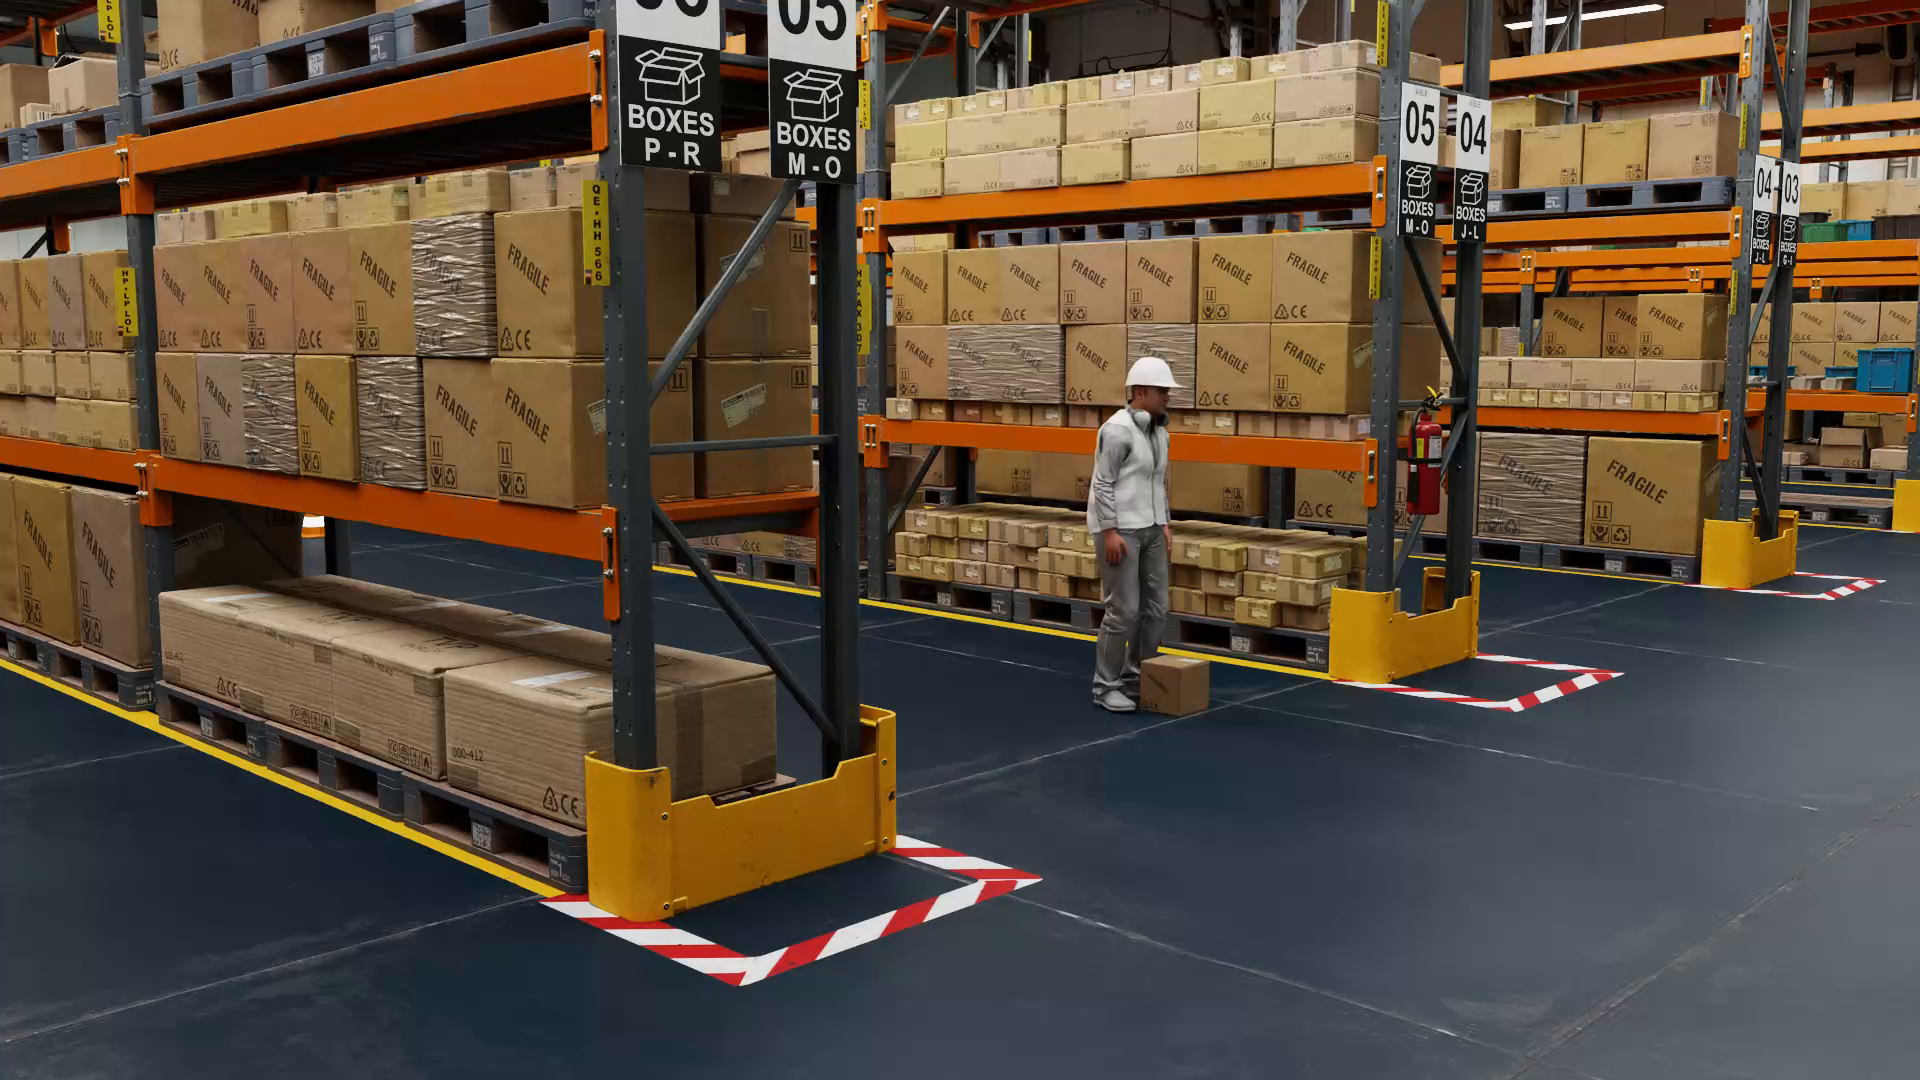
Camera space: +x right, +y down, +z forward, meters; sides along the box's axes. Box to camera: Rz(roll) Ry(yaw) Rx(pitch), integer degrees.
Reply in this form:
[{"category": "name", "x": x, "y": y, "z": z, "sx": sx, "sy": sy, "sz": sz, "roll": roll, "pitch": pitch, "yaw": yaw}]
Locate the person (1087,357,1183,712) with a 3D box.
[{"category": "person", "x": 0.895, "y": -0.043, "z": 8.498, "sx": 0.465, "sy": 1.770, "sz": 0.588, "roll": 6, "pitch": 9, "yaw": 40}]
